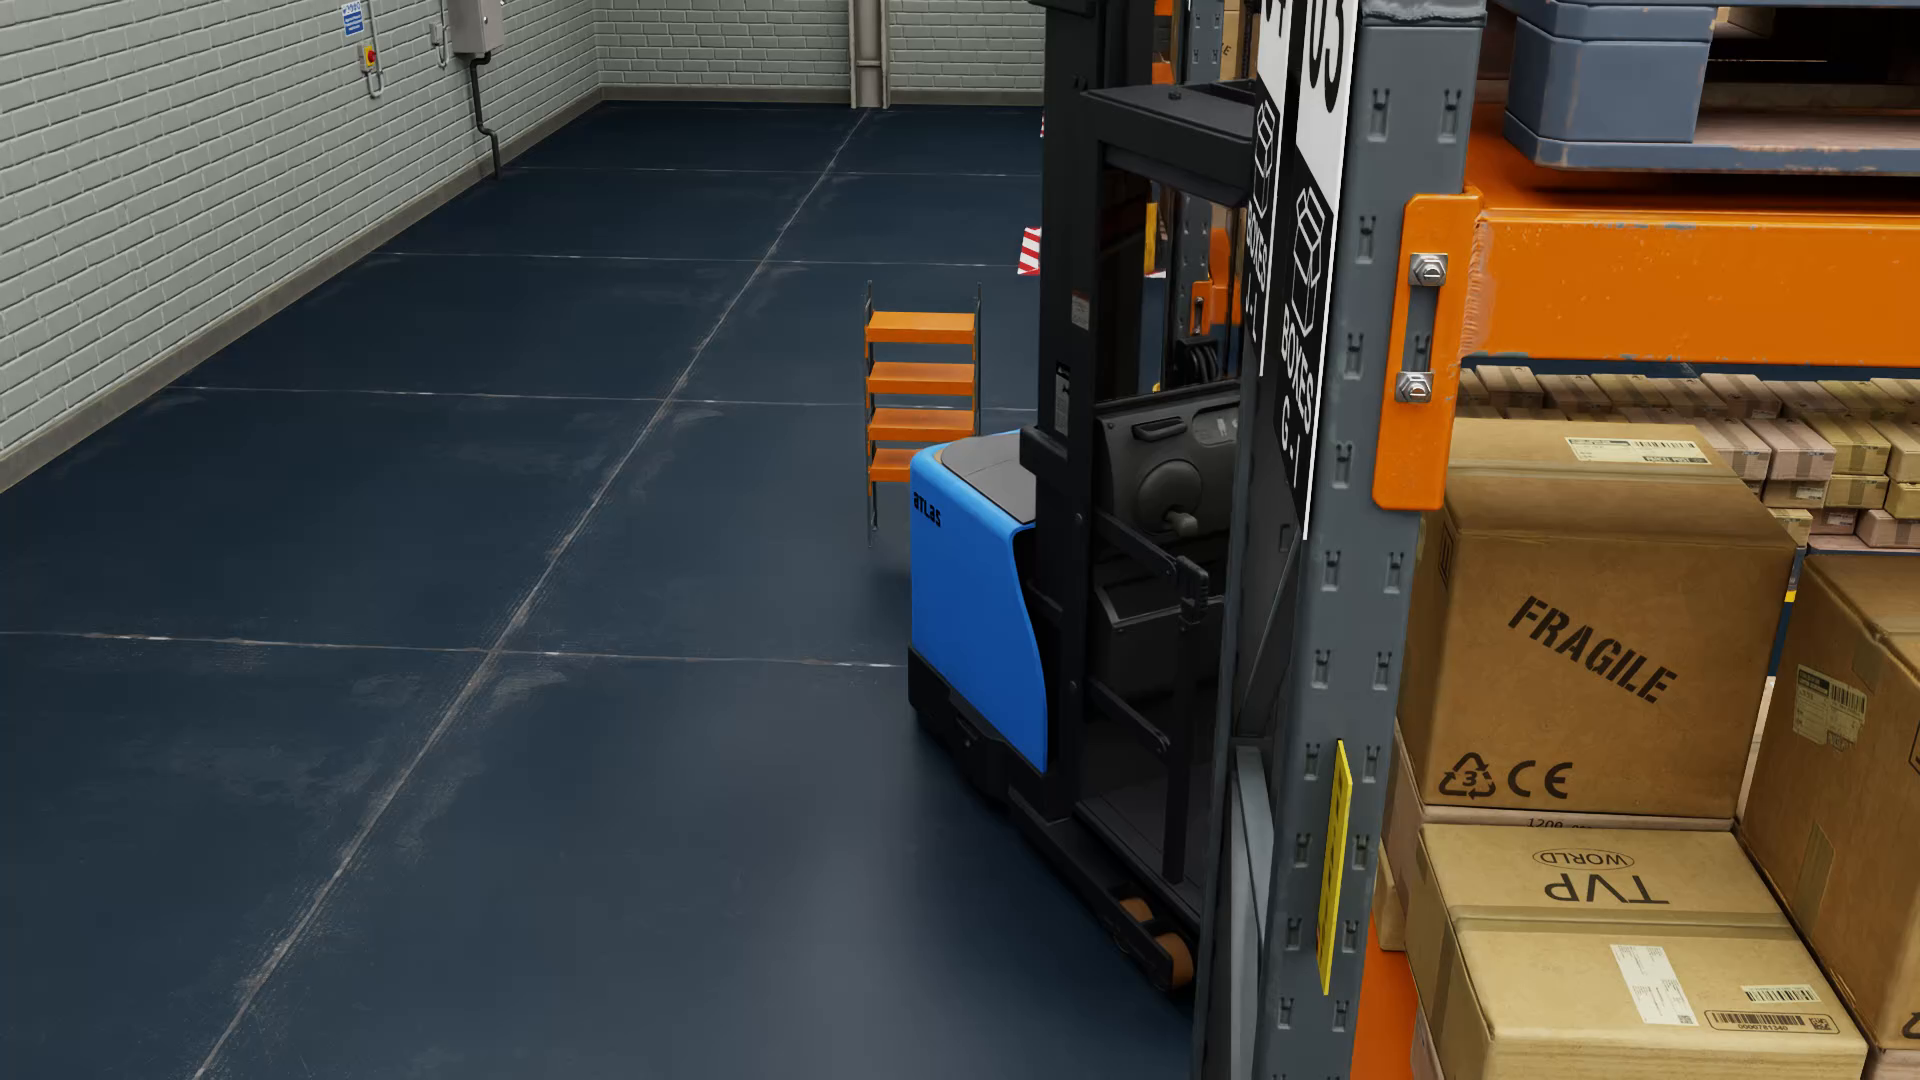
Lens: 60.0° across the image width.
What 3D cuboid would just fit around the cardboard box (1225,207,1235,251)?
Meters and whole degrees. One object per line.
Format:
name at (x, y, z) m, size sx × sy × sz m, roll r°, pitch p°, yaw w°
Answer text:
cardboard box at (1.351, -1.439, 7.590) m, size 0.250 × 0.149 × 0.380 m, roll 2°, pitch 25°, yaw 4°

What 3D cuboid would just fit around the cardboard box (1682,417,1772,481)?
cardboard box at (3.311, -0.398, 7.223) m, size 0.250 × 0.149 × 0.380 m, roll 1°, pitch 25°, yaw 2°

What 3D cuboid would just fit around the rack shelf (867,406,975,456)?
rack shelf at (-0.165, -0.489, 7.539) m, size 0.480 × 0.148 × 0.258 m, roll 2°, pitch 25°, yaw 4°

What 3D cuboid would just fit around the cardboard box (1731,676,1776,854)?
cardboard box at (1.533, 0.472, 2.959) m, size 0.500 × 0.250 × 0.500 m, roll 1°, pitch 25°, yaw 3°

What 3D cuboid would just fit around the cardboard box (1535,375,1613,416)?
cardboard box at (2.845, -0.639, 7.746) m, size 0.250 × 0.149 × 0.380 m, roll 1°, pitch 25°, yaw 2°

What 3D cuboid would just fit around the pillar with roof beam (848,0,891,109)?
pillar with roof beam at (-1.291, -6.974, 12.142) m, size 0.400 × 9.000 × 9.100 m, roll 2°, pitch 25°, yaw 4°

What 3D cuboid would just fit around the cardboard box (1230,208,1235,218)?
cardboard box at (1.472, -1.719, 7.423) m, size 0.500 × 0.500 × 0.500 m, roll 2°, pitch 25°, yaw 5°

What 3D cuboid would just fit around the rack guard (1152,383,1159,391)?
rack guard at (1.080, -0.308, 7.821) m, size 0.348 × 0.500 × 1.175 m, roll 2°, pitch 25°, yaw 4°

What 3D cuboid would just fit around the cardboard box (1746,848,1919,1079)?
cardboard box at (1.500, 0.693, 2.480) m, size 0.500 × 0.250 × 0.500 m, roll 2°, pitch 25°, yaw 3°

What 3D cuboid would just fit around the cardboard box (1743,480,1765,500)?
cardboard box at (3.351, -0.297, 7.359) m, size 0.250 × 0.149 × 0.380 m, roll 1°, pitch 25°, yaw 1°

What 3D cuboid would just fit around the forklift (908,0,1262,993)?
forklift at (0.927, -0.224, 4.729) m, size 1.130 × 2.935 × 3.031 m, roll -12°, pitch 27°, yaw -25°

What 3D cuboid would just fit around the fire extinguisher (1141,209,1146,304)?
fire extinguisher at (0.788, -1.442, 7.834) m, size 0.183 × 0.674 × 0.296 m, roll 2°, pitch 25°, yaw 4°

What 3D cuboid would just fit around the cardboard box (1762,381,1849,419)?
cardboard box at (3.877, -0.601, 7.665) m, size 0.250 × 0.149 × 0.380 m, roll 1°, pitch 25°, yaw 3°

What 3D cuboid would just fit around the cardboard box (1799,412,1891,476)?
cardboard box at (3.858, -0.424, 7.280) m, size 0.250 × 0.149 × 0.380 m, roll 3°, pitch 25°, yaw 6°

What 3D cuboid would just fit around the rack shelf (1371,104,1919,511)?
rack shelf at (2.518, -0.354, 2.203) m, size 4.000 × 0.370 × 1.077 m, roll 2°, pitch 25°, yaw 4°

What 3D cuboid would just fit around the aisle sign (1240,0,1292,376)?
aisle sign at (0.475, -0.690, 2.552) m, size 0.004 × 0.787 × 0.394 m, roll 2°, pitch 25°, yaw 4°

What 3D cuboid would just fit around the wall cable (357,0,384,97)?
wall cable at (-4.342, -4.159, 11.947) m, size 0.123 × 1.953 × 0.585 m, roll 2°, pitch 25°, yaw 4°

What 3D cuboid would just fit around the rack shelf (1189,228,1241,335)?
rack shelf at (2.998, -1.055, 7.315) m, size 4.000 × 0.370 × 1.077 m, roll 2°, pitch 25°, yaw 4°

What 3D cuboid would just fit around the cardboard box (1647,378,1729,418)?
cardboard box at (3.351, -0.618, 7.701) m, size 0.250 × 0.149 × 0.380 m, roll 1°, pitch 25°, yaw 2°

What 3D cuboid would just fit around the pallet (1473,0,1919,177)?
pallet at (1.264, -0.685, 2.168) m, size 1.213 × 0.211 × 1.003 m, roll 2°, pitch 25°, yaw 4°

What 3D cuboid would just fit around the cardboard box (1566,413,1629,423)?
cardboard box at (2.814, -0.420, 7.270) m, size 0.250 × 0.149 × 0.380 m, roll 2°, pitch 25°, yaw 5°

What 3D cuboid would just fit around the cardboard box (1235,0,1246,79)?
cardboard box at (1.479, -2.170, 7.206) m, size 0.500 × 0.500 × 0.500 m, roll 1°, pitch 25°, yaw 3°

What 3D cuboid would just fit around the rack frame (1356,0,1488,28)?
rack frame at (0.523, -2.107, 1.565) m, size 0.127 × 3.000 × 1.000 m, roll 2°, pitch 25°, yaw 4°

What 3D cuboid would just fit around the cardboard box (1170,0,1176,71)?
cardboard box at (1.783, -3.653, 11.980) m, size 0.500 × 0.500 × 0.500 m, roll 2°, pitch 25°, yaw 4°

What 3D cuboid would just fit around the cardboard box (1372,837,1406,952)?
cardboard box at (0.904, 0.606, 3.145) m, size 0.250 × 0.149 × 0.380 m, roll 2°, pitch 25°, yaw 5°

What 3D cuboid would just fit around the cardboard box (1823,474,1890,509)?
cardboard box at (3.872, -0.280, 7.322) m, size 0.250 × 0.149 × 0.380 m, roll 2°, pitch 25°, yaw 4°

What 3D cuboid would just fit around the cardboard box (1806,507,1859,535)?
cardboard box at (3.801, -0.168, 7.435) m, size 0.250 × 0.149 × 0.380 m, roll 1°, pitch 25°, yaw 3°

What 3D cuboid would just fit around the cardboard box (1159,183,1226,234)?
cardboard box at (1.948, -2.560, 12.287) m, size 0.875 × 0.438 × 0.875 m, roll 1°, pitch 25°, yaw 2°

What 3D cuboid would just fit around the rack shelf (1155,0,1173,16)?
rack shelf at (3.652, -5.190, 16.302) m, size 4.000 × 0.370 × 1.077 m, roll 2°, pitch 25°, yaw 4°

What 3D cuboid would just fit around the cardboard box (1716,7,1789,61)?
cardboard box at (2.960, -1.902, 6.622) m, size 0.500 × 0.500 × 0.500 m, roll 1°, pitch 25°, yaw 2°

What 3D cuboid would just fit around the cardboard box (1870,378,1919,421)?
cardboard box at (4.394, -0.615, 7.694) m, size 0.250 × 0.149 × 0.380 m, roll 3°, pitch 25°, yaw 7°

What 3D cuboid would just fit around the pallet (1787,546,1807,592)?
pallet at (3.100, -0.096, 7.706) m, size 1.213 × 0.211 × 1.003 m, roll 2°, pitch 25°, yaw 4°

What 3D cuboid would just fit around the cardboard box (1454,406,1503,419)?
cardboard box at (2.279, -0.460, 7.358) m, size 0.250 × 0.149 × 0.380 m, roll 1°, pitch 25°, yaw 1°

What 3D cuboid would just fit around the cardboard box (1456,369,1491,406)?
cardboard box at (2.319, -0.679, 7.833) m, size 0.250 × 0.149 × 0.380 m, roll 1°, pitch 25°, yaw 2°

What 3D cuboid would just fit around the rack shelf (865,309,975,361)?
rack shelf at (-0.165, -0.907, 7.346) m, size 0.480 × 0.148 × 0.258 m, roll 2°, pitch 25°, yaw 4°

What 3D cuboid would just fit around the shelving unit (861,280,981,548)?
shelving unit at (-0.165, -0.550, 7.511) m, size 0.503 × 1.200 × 0.258 m, roll 2°, pitch 25°, yaw 4°

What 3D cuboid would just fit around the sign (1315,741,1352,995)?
sign at (0.475, 0.420, 2.119) m, size 0.005 × 0.325 × 0.100 m, roll 2°, pitch 25°, yaw 4°

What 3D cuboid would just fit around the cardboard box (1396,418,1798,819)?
cardboard box at (1.029, 0.116, 2.835) m, size 0.500 × 0.500 × 0.500 m, roll 2°, pitch 25°, yaw 5°

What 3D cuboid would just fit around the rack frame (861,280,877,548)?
rack frame at (-0.408, -0.558, 7.528) m, size 0.015 × 1.200 × 0.240 m, roll 2°, pitch 25°, yaw 4°
